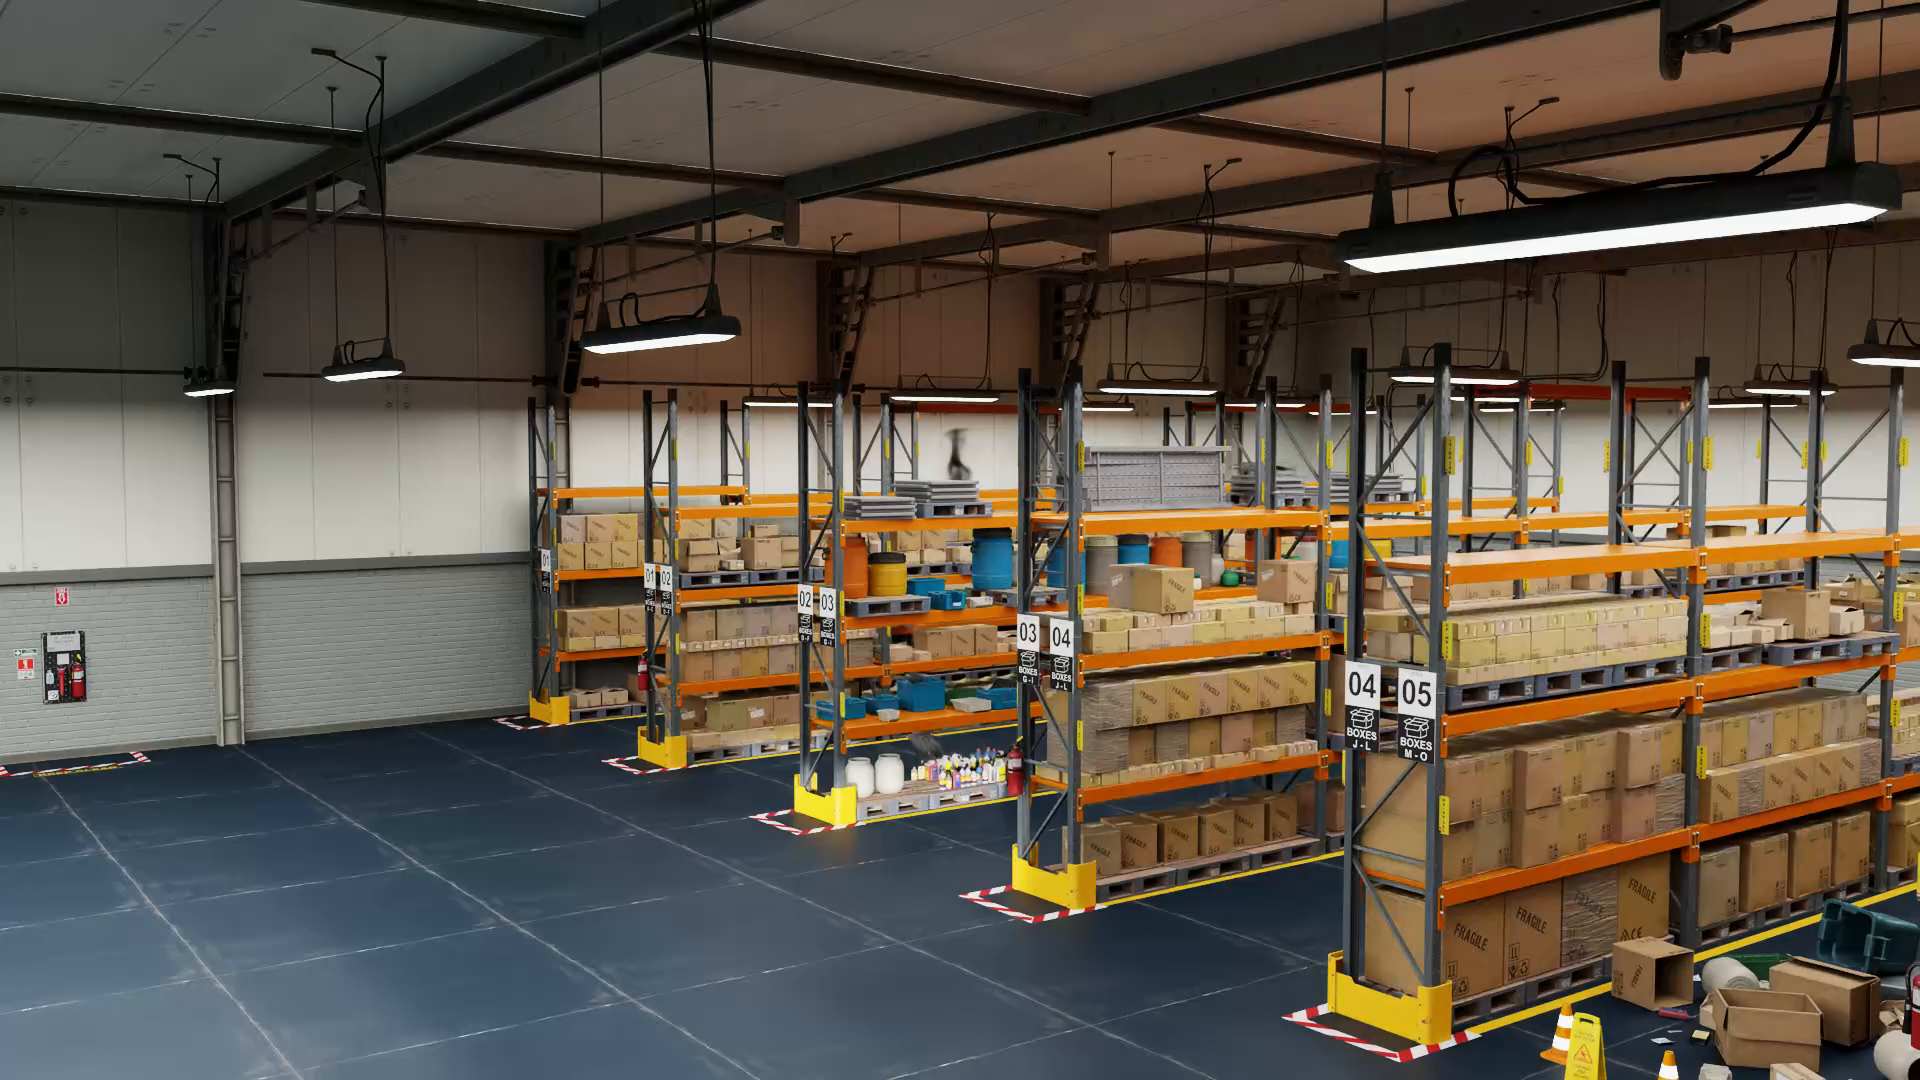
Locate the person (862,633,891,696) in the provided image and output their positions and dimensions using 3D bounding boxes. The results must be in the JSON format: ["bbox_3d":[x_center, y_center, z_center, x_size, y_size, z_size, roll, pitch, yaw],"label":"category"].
[{"bbox_3d":[-1.676,2.406,32.521,0.650,1.718,0.943,3,5,42],"label":"person"}]

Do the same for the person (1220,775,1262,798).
[{"bbox_3d":[4.000,2.920,23.487,1.004,1.776,0.695,-3,5,-45],"label":"person"}]

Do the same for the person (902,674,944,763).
[{"bbox_3d":[-0.568,2.862,26.278,0.937,1.533,0.610,-2,4,-35],"label":"person"}]
